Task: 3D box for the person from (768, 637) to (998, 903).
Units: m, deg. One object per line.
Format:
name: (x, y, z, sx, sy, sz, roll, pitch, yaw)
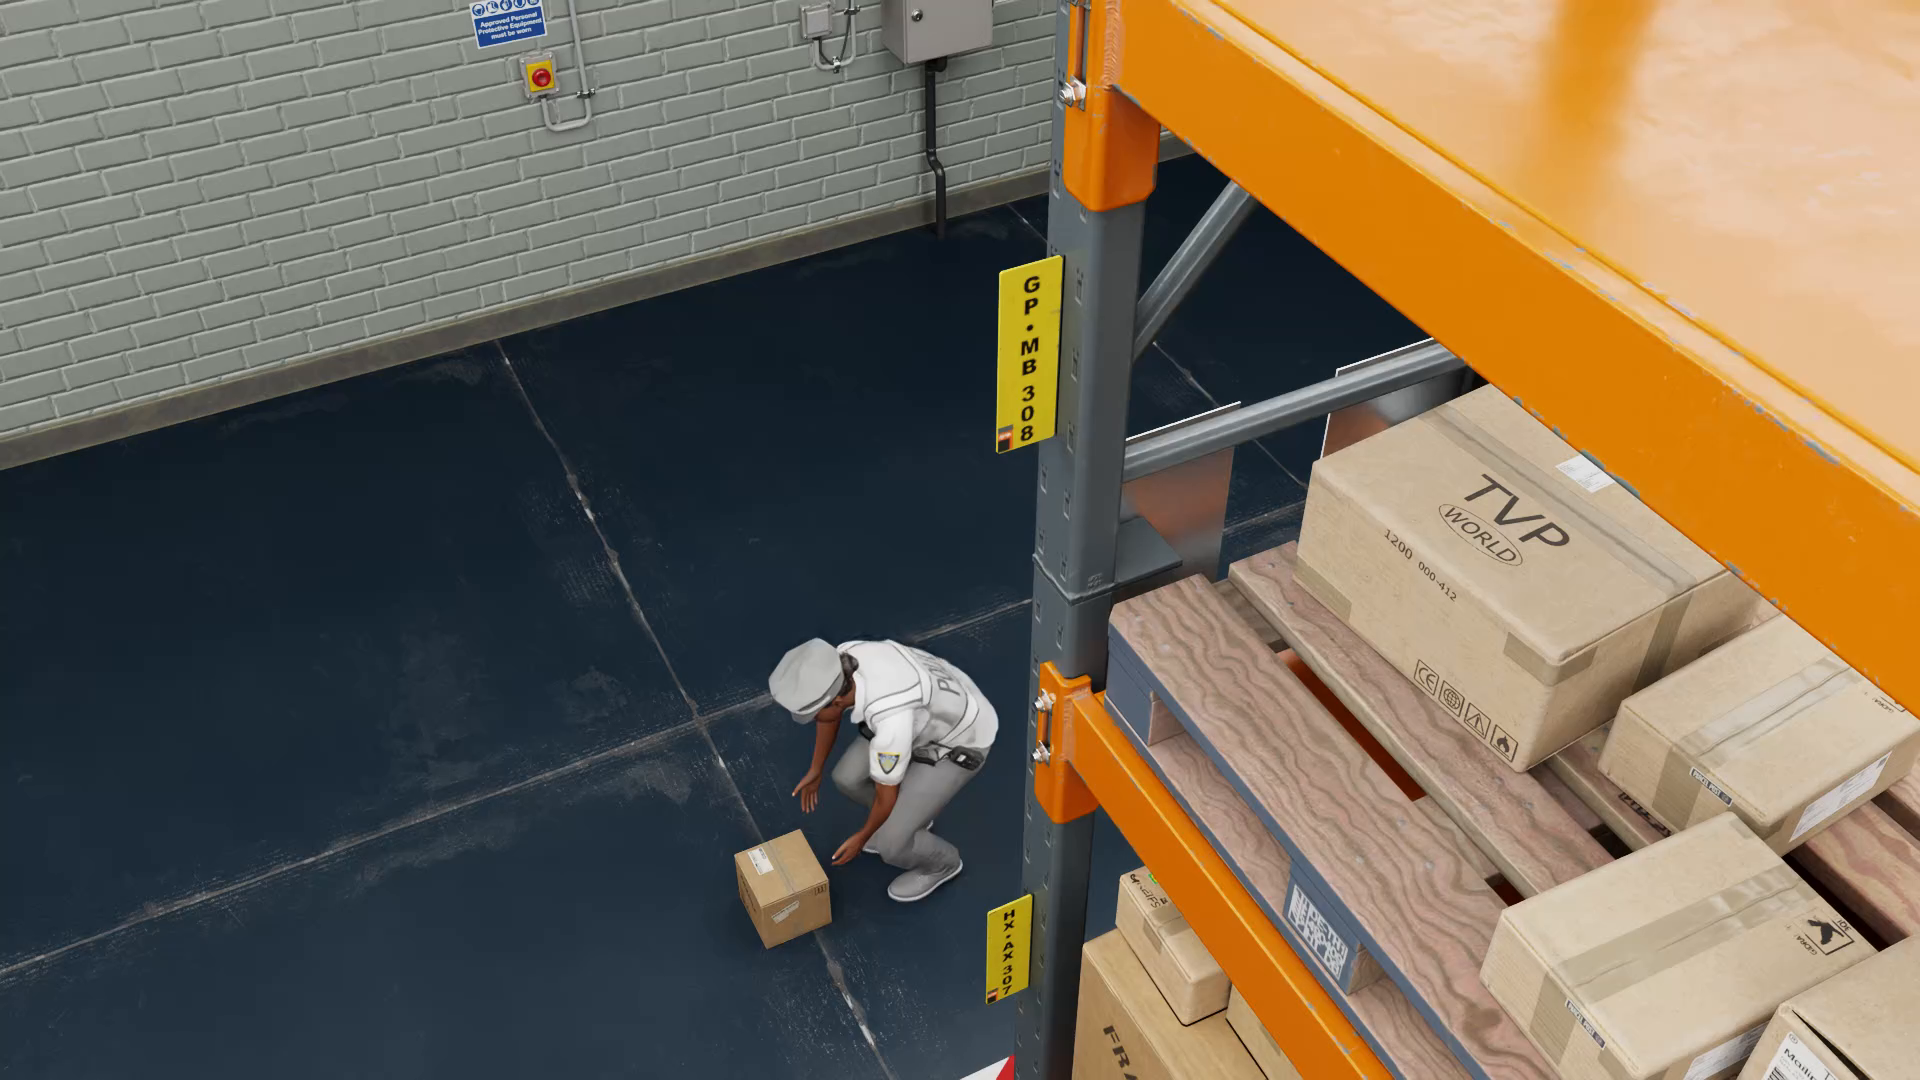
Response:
person: (-0.239, 0.752, 5.630, 0.781, 1.246, 0.499, -19, 45, -20)
